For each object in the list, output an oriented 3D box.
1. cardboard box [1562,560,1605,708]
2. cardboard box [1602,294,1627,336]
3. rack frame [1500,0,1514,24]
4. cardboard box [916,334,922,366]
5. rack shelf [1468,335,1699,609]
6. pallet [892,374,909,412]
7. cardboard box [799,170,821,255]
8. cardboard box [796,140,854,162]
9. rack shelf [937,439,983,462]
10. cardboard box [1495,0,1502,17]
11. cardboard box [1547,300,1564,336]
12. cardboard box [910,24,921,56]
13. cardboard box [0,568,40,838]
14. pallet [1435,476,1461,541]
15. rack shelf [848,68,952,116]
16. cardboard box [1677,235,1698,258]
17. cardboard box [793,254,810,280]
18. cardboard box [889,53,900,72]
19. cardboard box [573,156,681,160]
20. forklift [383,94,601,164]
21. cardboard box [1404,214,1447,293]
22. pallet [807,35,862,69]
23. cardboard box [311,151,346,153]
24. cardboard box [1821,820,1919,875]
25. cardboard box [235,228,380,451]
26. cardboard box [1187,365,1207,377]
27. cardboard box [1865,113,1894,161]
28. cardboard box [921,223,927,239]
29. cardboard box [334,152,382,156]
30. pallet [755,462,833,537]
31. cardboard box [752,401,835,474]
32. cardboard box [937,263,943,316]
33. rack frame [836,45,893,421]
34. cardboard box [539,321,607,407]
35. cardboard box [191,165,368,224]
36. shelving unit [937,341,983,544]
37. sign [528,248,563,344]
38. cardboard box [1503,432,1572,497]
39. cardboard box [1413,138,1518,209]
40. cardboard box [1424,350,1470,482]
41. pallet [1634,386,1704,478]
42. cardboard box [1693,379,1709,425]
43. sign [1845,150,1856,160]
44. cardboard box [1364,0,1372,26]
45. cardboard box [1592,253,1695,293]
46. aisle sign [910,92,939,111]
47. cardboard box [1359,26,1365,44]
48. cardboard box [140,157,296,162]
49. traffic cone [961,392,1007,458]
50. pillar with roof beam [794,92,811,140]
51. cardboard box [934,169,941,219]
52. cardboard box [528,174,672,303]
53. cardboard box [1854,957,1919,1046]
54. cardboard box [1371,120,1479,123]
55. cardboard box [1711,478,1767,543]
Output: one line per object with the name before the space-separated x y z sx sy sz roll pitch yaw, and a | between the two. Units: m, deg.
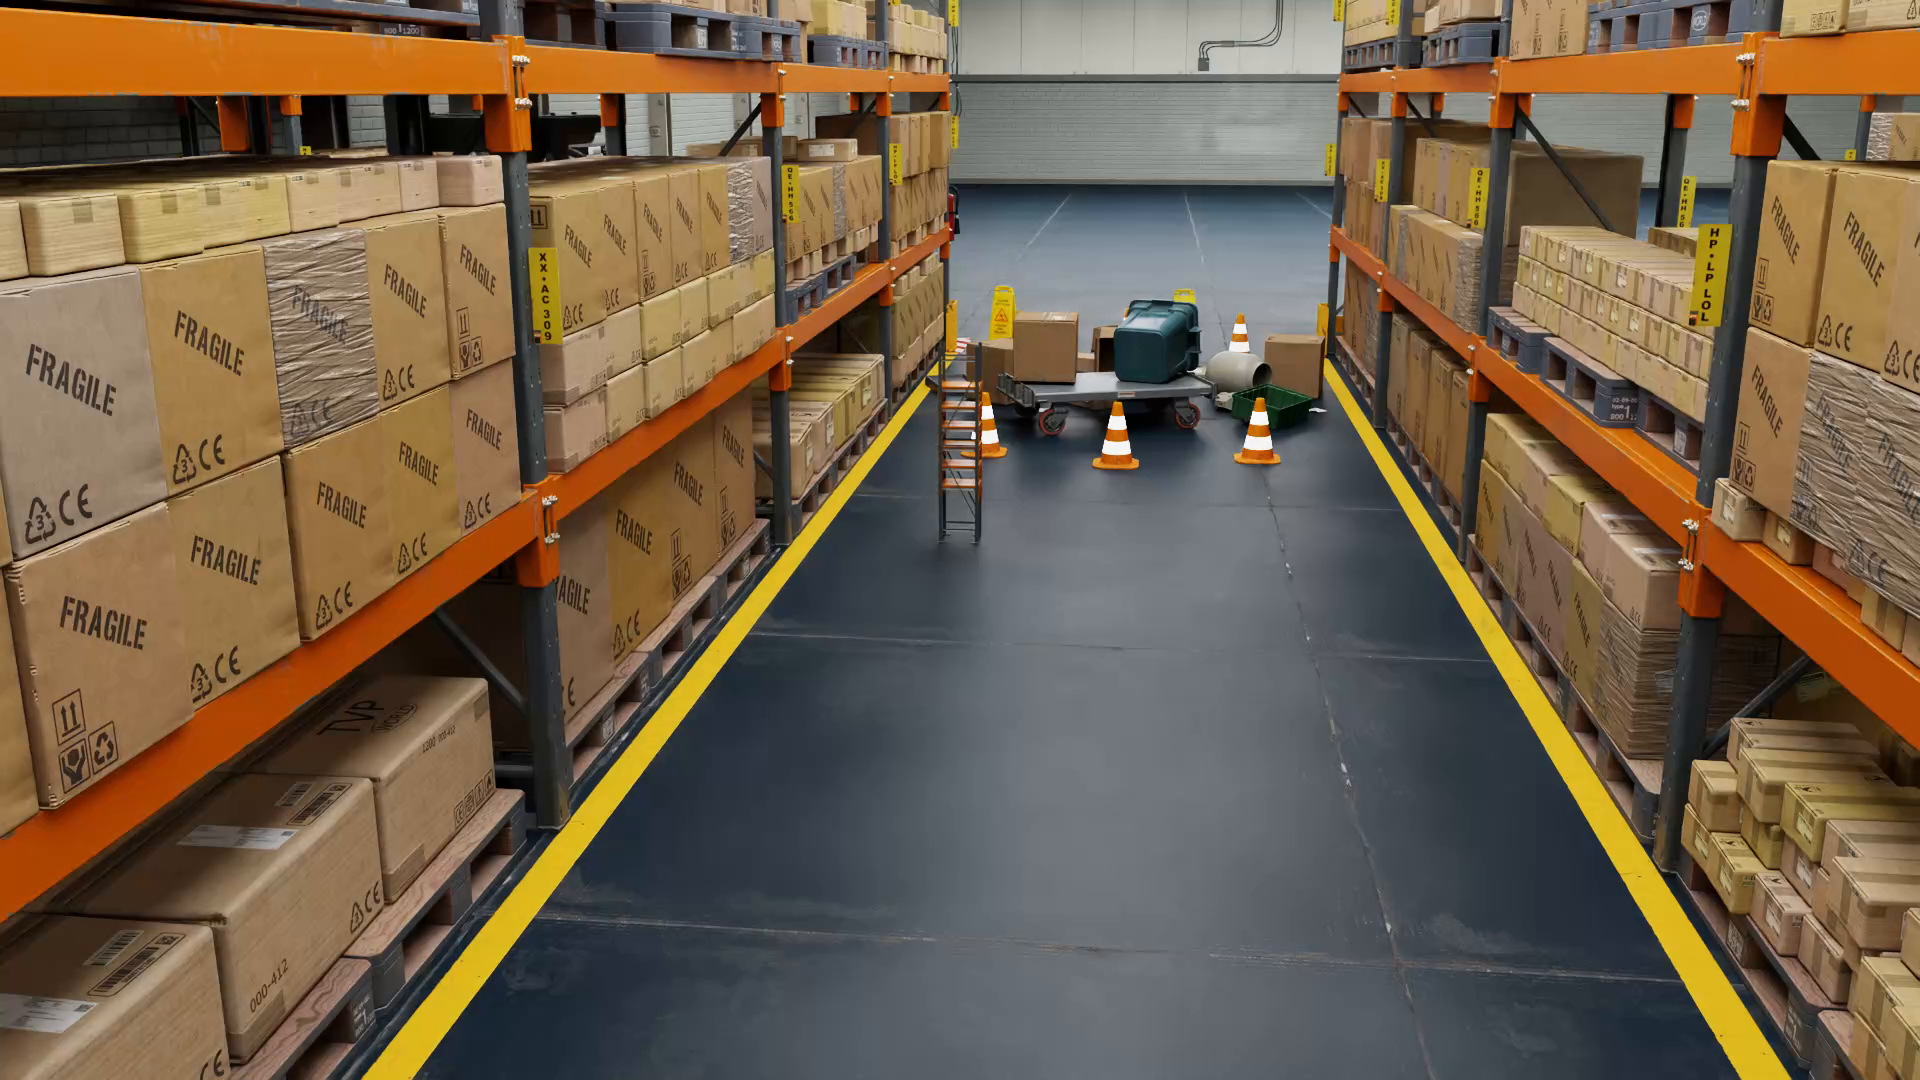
cardboard box | 2.851 0.397 6.933 0.500 0.500 0.500 1 15 5
cardboard box | 2.954 -0.951 7.040 0.380 0.149 0.250 2 15 7
rack frame | 3.411 -4.208 8.486 1.000 3.000 0.127 2 15 6
cardboard box | -0.626 -1.766 15.411 0.500 0.250 0.500 1 15 6
rack shelf | 3.185 -0.446 7.445 1.077 0.370 4.000 2 15 6
pallet | -1.027 -1.299 14.560 1.003 0.211 1.213 2 15 6
cardboard box | -1.186 -2.072 10.512 0.500 0.500 0.500 2 15 9
cardboard box | -0.968 -2.800 11.961 0.380 0.149 0.250 1 15 4
rack shelf | 0.002 -0.540 10.031 0.258 0.103 0.180 2 15 6
cardboard box | 3.260 -3.060 9.439 0.380 0.166 0.250 2 15 6
cardboard box | 3.071 -1.074 8.065 0.380 0.149 0.250 2 15 9
cardboard box | -0.627 -4.358 14.504 0.500 0.250 0.500 2 15 7
cardboard box | -2.053 0.347 2.942 0.500 0.500 0.500 1 15 5
pallet | 3.575 -0.169 10.381 1.003 0.211 1.213 2 15 6
rack shelf | -0.842 -4.089 15.169 1.077 0.370 4.000 2 15 6
cardboard box | 3.751 -1.407 8.158 0.380 0.149 0.250 2 15 8
cardboard box | -1.155 -1.734 10.506 0.380 0.149 0.250 1 15 3
cardboard box | -0.701 -3.936 13.707 0.380 0.149 0.250 2 15 6
cardboard box | -1.817 -1.842 9.122 0.500 0.500 0.500 1 15 4
forklift | -2.970 -1.722 10.916 1.130 2.935 3.031 2 15 7
cardboard box | 3.420 -2.009 11.654 0.500 0.500 0.500 2 15 6
pallet | -1.357 -3.401 11.605 1.213 0.211 1.003 2 15 6
cardboard box | -6.028 -3.607 15.752 0.380 0.149 0.250 2 15 8
cardboard box | 2.639 0.900 4.606 0.380 0.149 0.250 1 15 5
cardboard box | -1.862 -0.531 4.274 0.500 0.500 0.500 2 15 7
cardboard box | 2.226 -1.530 15.312 0.396 0.266 0.258 4 16 16
cardboard box | 8.898 -3.755 15.625 0.500 0.500 0.500 2 15 6
cardboard box | -0.520 -2.949 15.801 0.380 0.149 0.250 2 15 6
cardboard box | -5.602 -3.530 15.466 0.380 0.149 0.250 2 15 6
pallet | -1.429 -0.289 10.825 1.003 0.211 1.213 2 15 6
cardboard box | -1.370 -0.704 11.249 0.950 0.372 0.625 1 15 5
cardboard box | -0.447 -2.529 16.794 0.500 0.500 0.500 2 15 7
rack frame | -1.067 -2.469 13.548 1.000 3.000 0.127 2 15 6
cardboard box | -1.640 -0.669 6.220 0.500 0.250 0.500 1 15 5
cardboard box | -1.875 -0.954 4.593 0.380 0.149 0.250 2 15 6
shelving unit | 0.002 -0.583 10.019 0.258 1.200 0.189 2 15 6
sign | -1.418 -0.835 5.693 0.100 0.325 0.005 2 15 6
cardboard box | 3.036 -0.367 8.321 0.500 0.250 0.500 2 15 6
cardboard box | 3.812 -2.752 12.485 0.700 0.500 0.500 1 15 5
cardboard box | 3.664 -0.811 10.921 1.050 0.750 0.750 2 15 7
pallet | 3.191 -0.376 6.175 1.003 0.211 1.213 2 15 6
cardboard box | 2.808 -0.465 5.813 0.380 0.149 0.250 1 15 5
sign | 8.692 -3.649 16.251 0.100 0.325 0.005 2 15 6
cardboard box | 3.835 -4.647 14.577 0.500 0.250 0.500 2 15 6
cardboard box | 2.988 -1.161 7.248 0.380 0.149 0.250 1 15 5
aisle sign | -0.321 -4.769 17.073 0.394 0.787 0.004 2 15 6
cardboard box | 3.814 -4.558 15.012 0.380 0.149 0.250 2 15 6
cardboard box | -2.277 -1.098 5.125 0.380 0.149 0.250 2 15 7
traffic cone | 0.184 -0.882 12.537 0.336 0.463 0.334 2 15 6
pillar with roof beam | 0.463 -12.492 39.120 9.100 9.000 0.400 2 15 6
cardboard box | -0.465 -3.420 16.303 0.500 0.500 0.500 2 15 6
cardboard box | -1.546 -1.294 7.094 0.500 0.500 0.500 1 15 5
cardboard box | 2.491 1.176 4.153 0.380 0.149 0.250 2 15 6
cardboard box | 4.134 -3.458 14.848 0.875 0.550 0.500 2 15 6
cardboard box | 2.603 -0.090 5.229 0.380 0.149 0.250 2 15 8
